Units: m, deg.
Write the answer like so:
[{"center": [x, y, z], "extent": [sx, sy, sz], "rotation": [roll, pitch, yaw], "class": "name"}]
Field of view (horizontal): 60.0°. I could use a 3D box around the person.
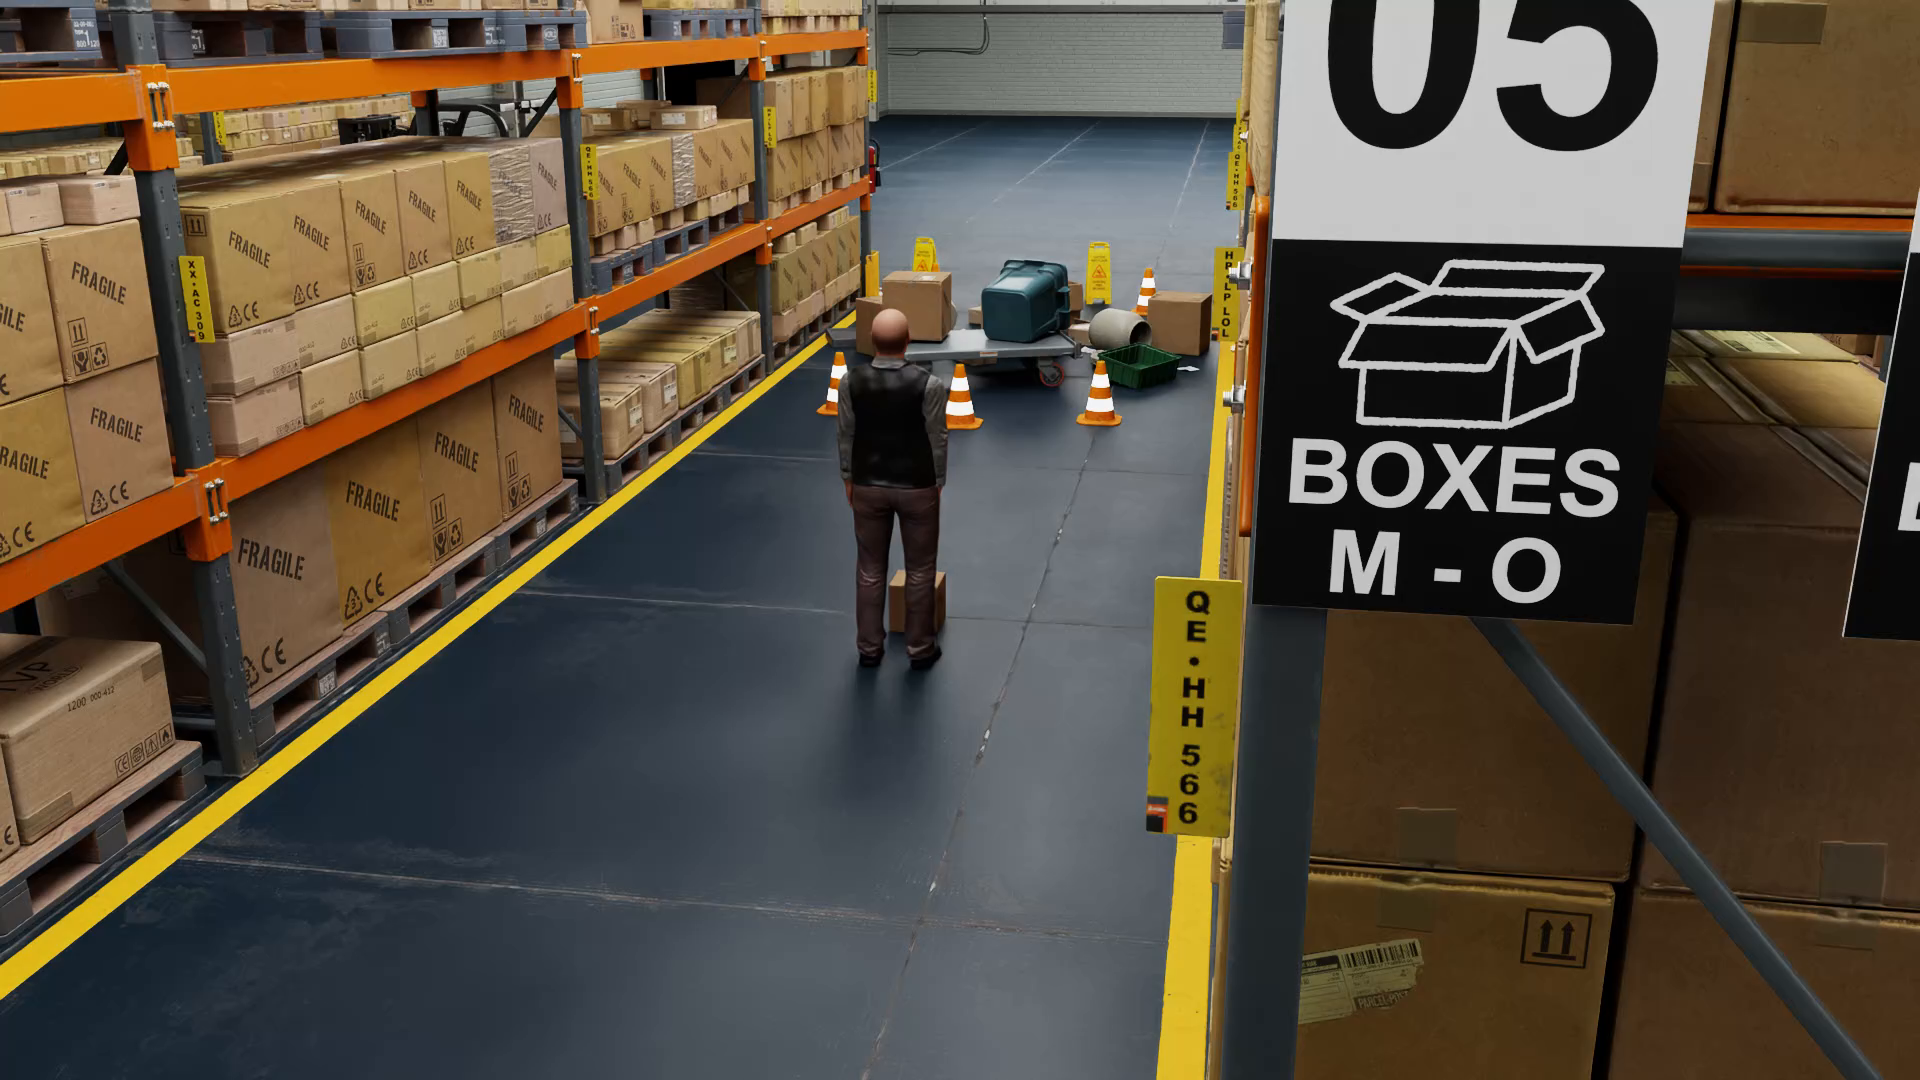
[{"center": [-0.311, -0.235, 7.845], "extent": [0.530, 1.726, 0.358], "rotation": [3, 18, 10], "class": "person"}]
